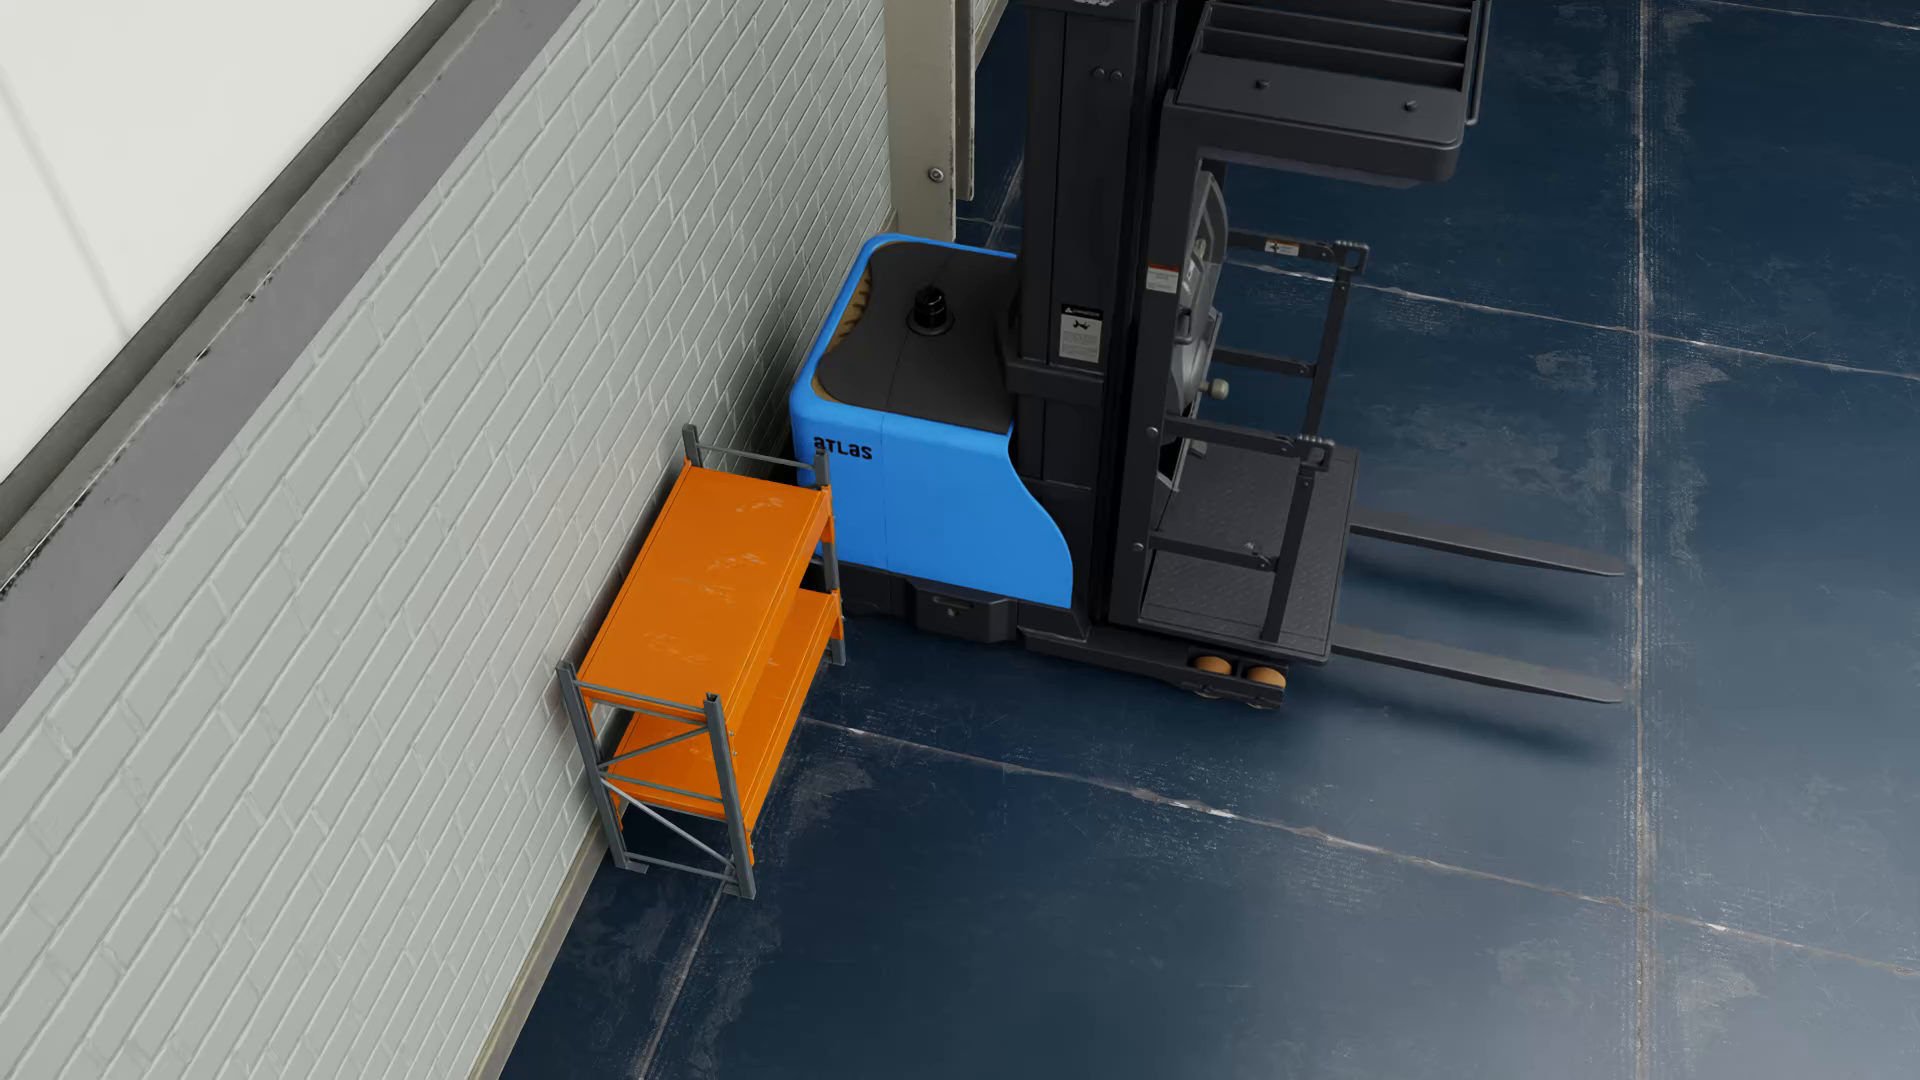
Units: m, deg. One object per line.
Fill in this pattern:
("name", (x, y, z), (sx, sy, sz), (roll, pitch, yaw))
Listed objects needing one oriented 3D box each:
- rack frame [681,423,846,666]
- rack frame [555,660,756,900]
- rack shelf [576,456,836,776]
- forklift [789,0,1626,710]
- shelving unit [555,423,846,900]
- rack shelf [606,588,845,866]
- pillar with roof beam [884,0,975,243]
("rack frame", (-0.675, 0.044, 5.880), (0.500, 1.125, 0.032), (11, 50, 10))
("rack frame", (-0.934, 0.781, 5.230), (0.500, 1.125, 0.032), (11, 50, 10))
("rack shelf", (-0.804, 0.219, 5.335), (0.538, 0.278, 1.000), (11, 50, 10))
("forklift", (0.971, -0.793, 5.414), (3.031, 2.935, 1.130), (12, 50, 10))
("shelving unit", (-0.804, 0.412, 5.555), (0.538, 1.125, 1.048), (11, 50, 10))
("rack shelf", (-0.804, 0.574, 5.738), (0.538, 0.278, 1.000), (11, 50, 10))
("pillar with roof beam", (4.022, -3.713, 3.944), (9.100, 9.000, 0.400), (12, 50, 10))
